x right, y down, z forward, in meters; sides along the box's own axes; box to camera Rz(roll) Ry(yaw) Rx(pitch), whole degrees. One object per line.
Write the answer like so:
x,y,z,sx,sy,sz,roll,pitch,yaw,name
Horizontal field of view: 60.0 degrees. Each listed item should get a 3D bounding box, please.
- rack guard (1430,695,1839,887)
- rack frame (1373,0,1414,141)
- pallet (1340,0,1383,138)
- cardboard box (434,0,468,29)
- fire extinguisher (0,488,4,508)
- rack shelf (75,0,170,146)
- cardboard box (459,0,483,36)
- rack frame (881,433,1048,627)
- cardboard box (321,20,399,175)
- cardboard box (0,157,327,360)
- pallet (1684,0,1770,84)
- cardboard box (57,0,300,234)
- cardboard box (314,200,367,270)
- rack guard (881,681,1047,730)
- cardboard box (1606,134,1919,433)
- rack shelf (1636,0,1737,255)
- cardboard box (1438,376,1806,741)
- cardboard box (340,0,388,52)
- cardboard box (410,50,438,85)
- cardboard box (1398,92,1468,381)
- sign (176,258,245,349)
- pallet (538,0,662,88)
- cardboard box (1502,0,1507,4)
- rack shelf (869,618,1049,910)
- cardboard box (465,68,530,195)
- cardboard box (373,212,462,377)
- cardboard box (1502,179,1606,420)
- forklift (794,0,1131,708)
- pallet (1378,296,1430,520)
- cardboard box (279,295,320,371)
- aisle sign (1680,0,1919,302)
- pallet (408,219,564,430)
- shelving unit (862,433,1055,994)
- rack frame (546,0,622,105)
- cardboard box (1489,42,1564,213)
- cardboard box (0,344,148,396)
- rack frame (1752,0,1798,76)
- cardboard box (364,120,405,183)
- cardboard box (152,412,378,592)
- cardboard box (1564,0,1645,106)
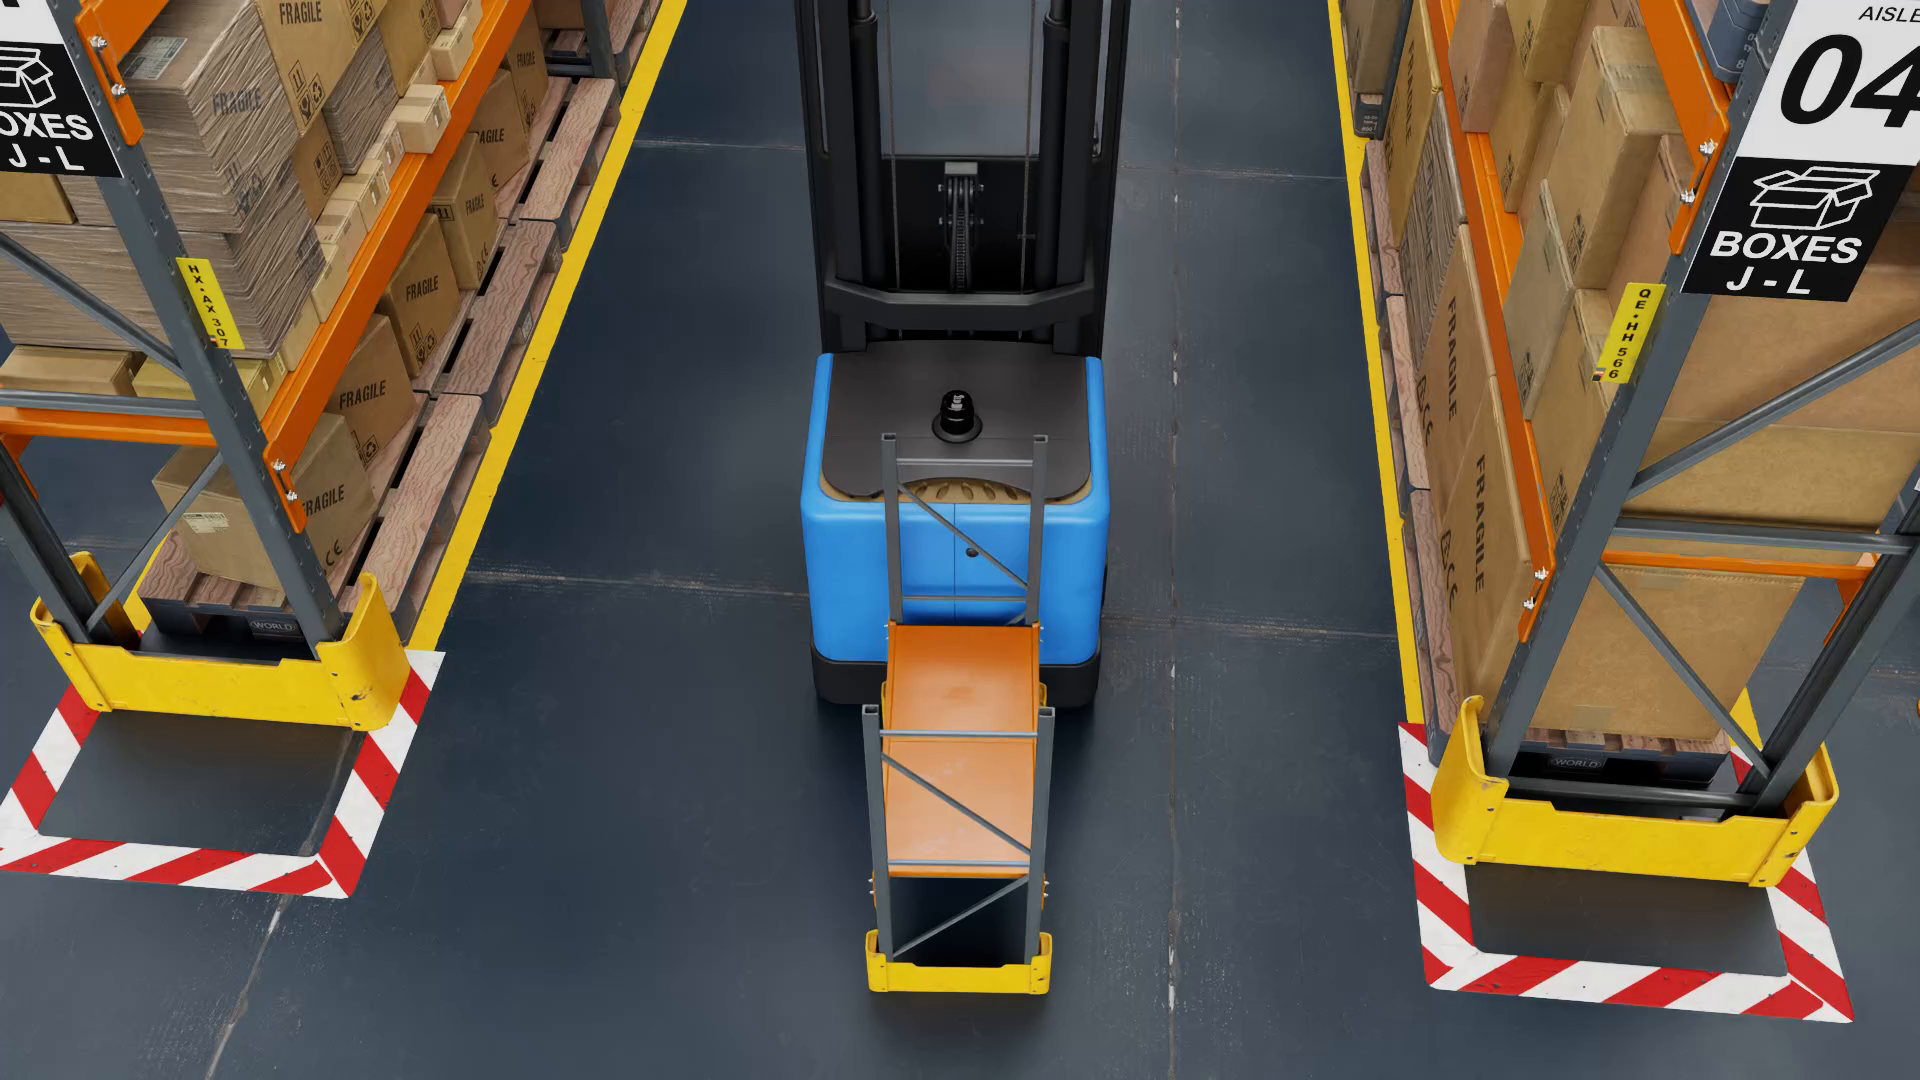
2.248,0.853,5.631,1.175,0.500,0.348,4,48,4,rack guard
2.614,-2.948,7.413,1.000,3.000,0.127,4,48,4,rack frame
2.610,-2.578,8.965,1.003,0.211,1.213,4,48,4,pallet
-2.444,-2.424,6.665,0.875,0.500,0.500,4,48,4,cardboard box
-3.150,-0.337,5.078,0.296,0.674,0.183,4,48,4,fire extinguisher
-2.498,-2.655,5.600,1.077,0.370,4.000,4,48,4,rack shelf
-2.206,-2.178,6.879,0.380,0.149,0.250,4,48,4,cardboard box
0.014,0.199,5.552,0.500,1.500,0.032,1,48,1,rack frame
-2.588,-1.692,5.996,0.875,0.500,0.500,4,48,4,cardboard box
-2.603,-0.952,5.319,0.875,0.500,0.500,4,48,4,cardboard box
2.307,-1.536,4.150,1.003,0.211,1.213,4,48,4,pallet
-2.359,-1.273,4.935,0.500,0.500,0.500,4,48,4,cardboard box
-2.335,-1.075,5.871,0.380,0.149,0.250,4,48,4,cardboard box
0.014,0.621,6.012,0.587,0.250,0.087,1,48,1,rack guard
2.322,-0.693,4.518,0.875,0.550,0.550,4,48,4,cardboard box
2.432,-2.247,5.227,1.077,0.370,4.000,4,48,4,rack shelf
2.246,0.064,5.814,0.875,0.875,0.875,4,48,4,cardboard box
-2.262,-2.008,5.607,0.500,0.500,0.500,4,48,4,cardboard box
-2.293,-1.813,6.546,0.380,0.149,0.250,4,48,4,cardboard box
2.409,-1.252,7.018,0.875,0.875,0.875,4,48,4,cardboard box
-2.140,-0.672,4.745,0.100,0.325,0.005,4,48,4,sign
-2.246,-2.986,9.338,1.003,0.211,1.213,4,48,4,pallet
2.426,-2.294,5.982,0.875,0.550,0.550,4,48,4,cardboard box
0.005,0.695,5.342,0.538,0.185,1.000,1,48,1,rack shelf
-2.437,-1.941,7.902,0.500,0.500,0.500,18,50,16,cardboard box
-2.510,-1.072,7.107,0.500,0.500,0.500,8,48,7,cardboard box
2.267,-0.740,5.293,0.875,0.550,0.550,4,48,4,cardboard box
0.013,-1.450,6.090,1.130,2.935,3.031,1,48,1,forklift
2.359,-0.554,7.114,1.003,0.211,1.213,4,48,4,pallet
-2.375,-0.707,5.534,0.380,0.149,0.250,4,48,4,cardboard box
1.945,-0.854,3.736,0.394,0.787,0.004,4,48,4,aisle sign
-2.450,-1.019,7.539,1.003,0.211,1.213,4,48,4,pallet
0.005,0.567,5.215,0.587,1.500,1.083,1,48,1,shelving unit
-2.316,-3.355,7.786,1.000,3.000,0.127,4,48,4,rack frame
2.450,-1.535,6.020,0.875,0.550,0.500,4,48,4,cardboard box
-2.860,-0.555,5.395,0.380,0.149,0.250,4,48,4,cardboard box
2.250,-2.033,2.511,1.000,3.000,0.127,4,48,4,rack frame
-2.310,-1.444,6.208,0.380,0.149,0.250,4,48,4,cardboard box
-2.607,-0.172,6.284,0.500,0.500,0.500,12,49,11,cardboard box
2.467,-1.506,5.261,0.875,0.550,0.550,4,48,4,cardboard box
